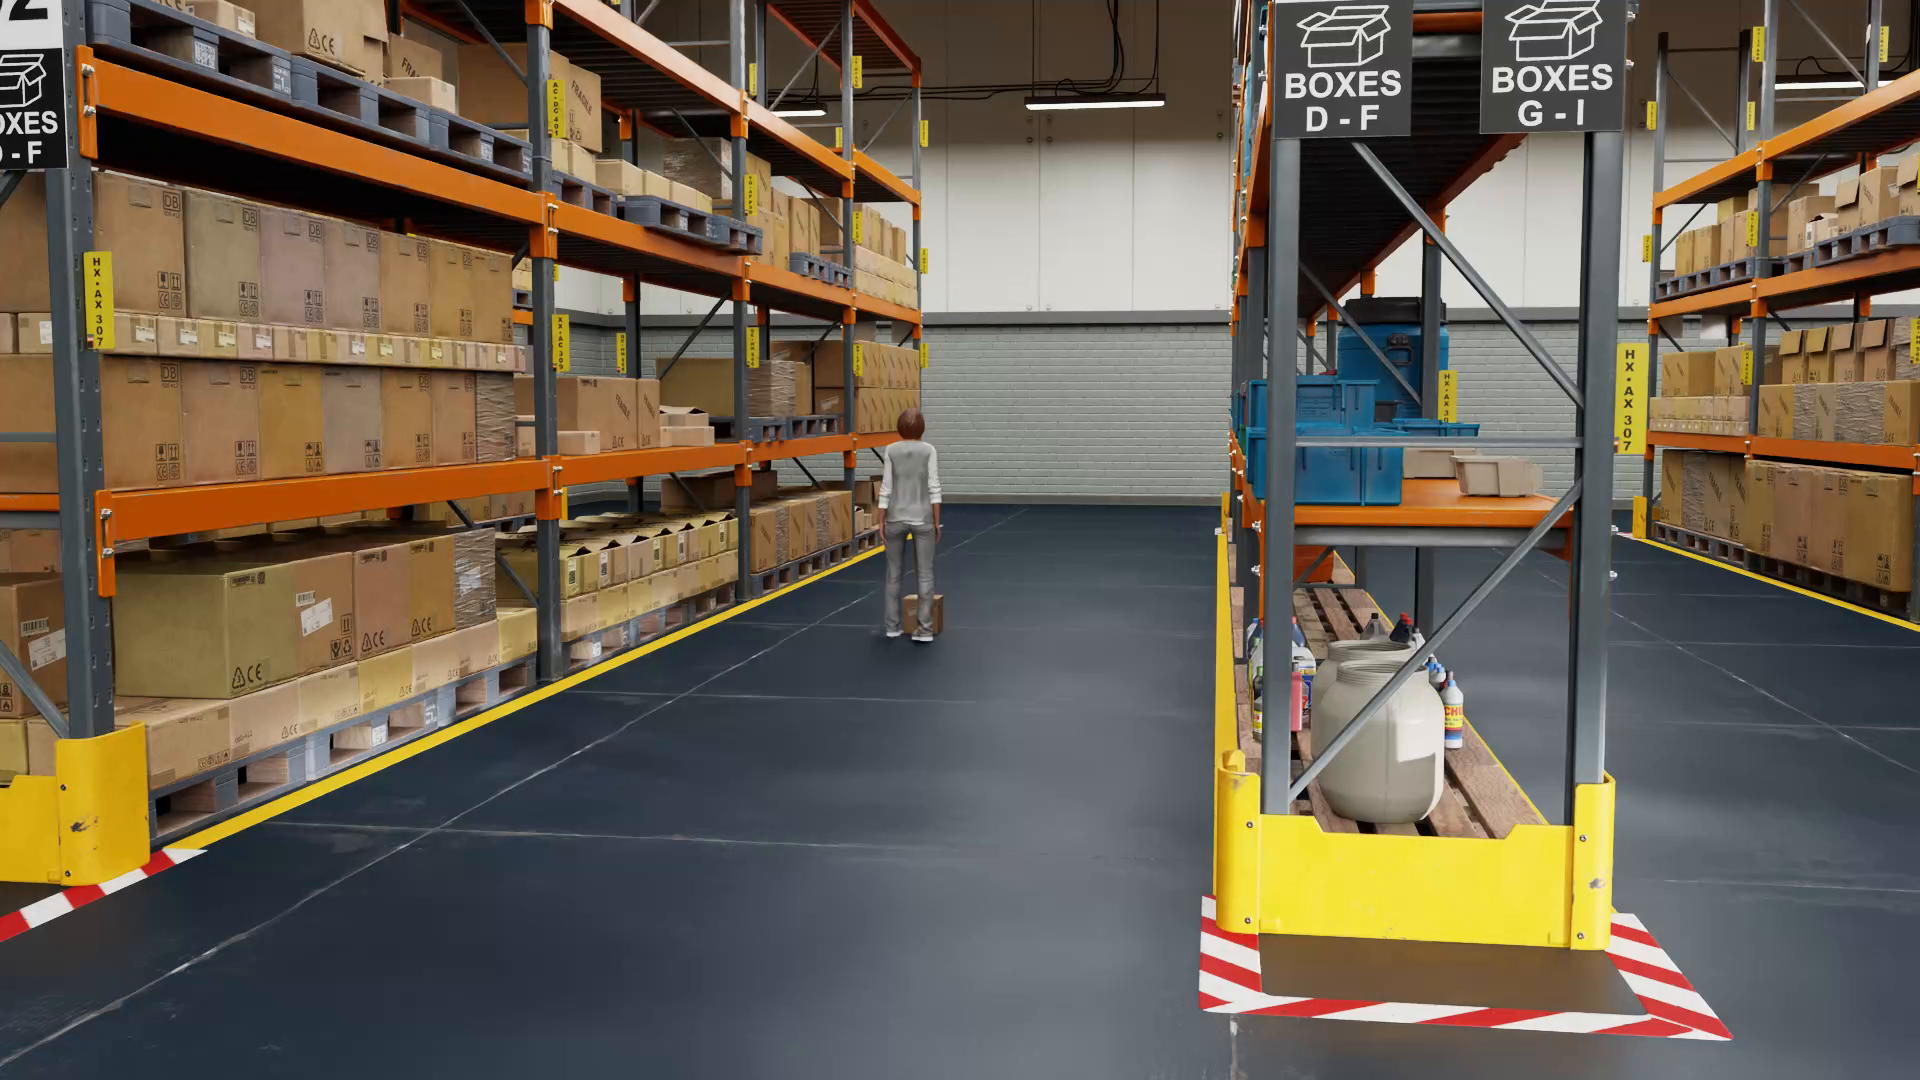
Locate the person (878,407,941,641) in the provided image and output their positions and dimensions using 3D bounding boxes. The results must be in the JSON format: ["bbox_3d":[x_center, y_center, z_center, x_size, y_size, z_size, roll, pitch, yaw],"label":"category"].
[{"bbox_3d":[-0.338,-0.110,11.416,0.431,1.597,0.538,0,5,2],"label":"person"}]
